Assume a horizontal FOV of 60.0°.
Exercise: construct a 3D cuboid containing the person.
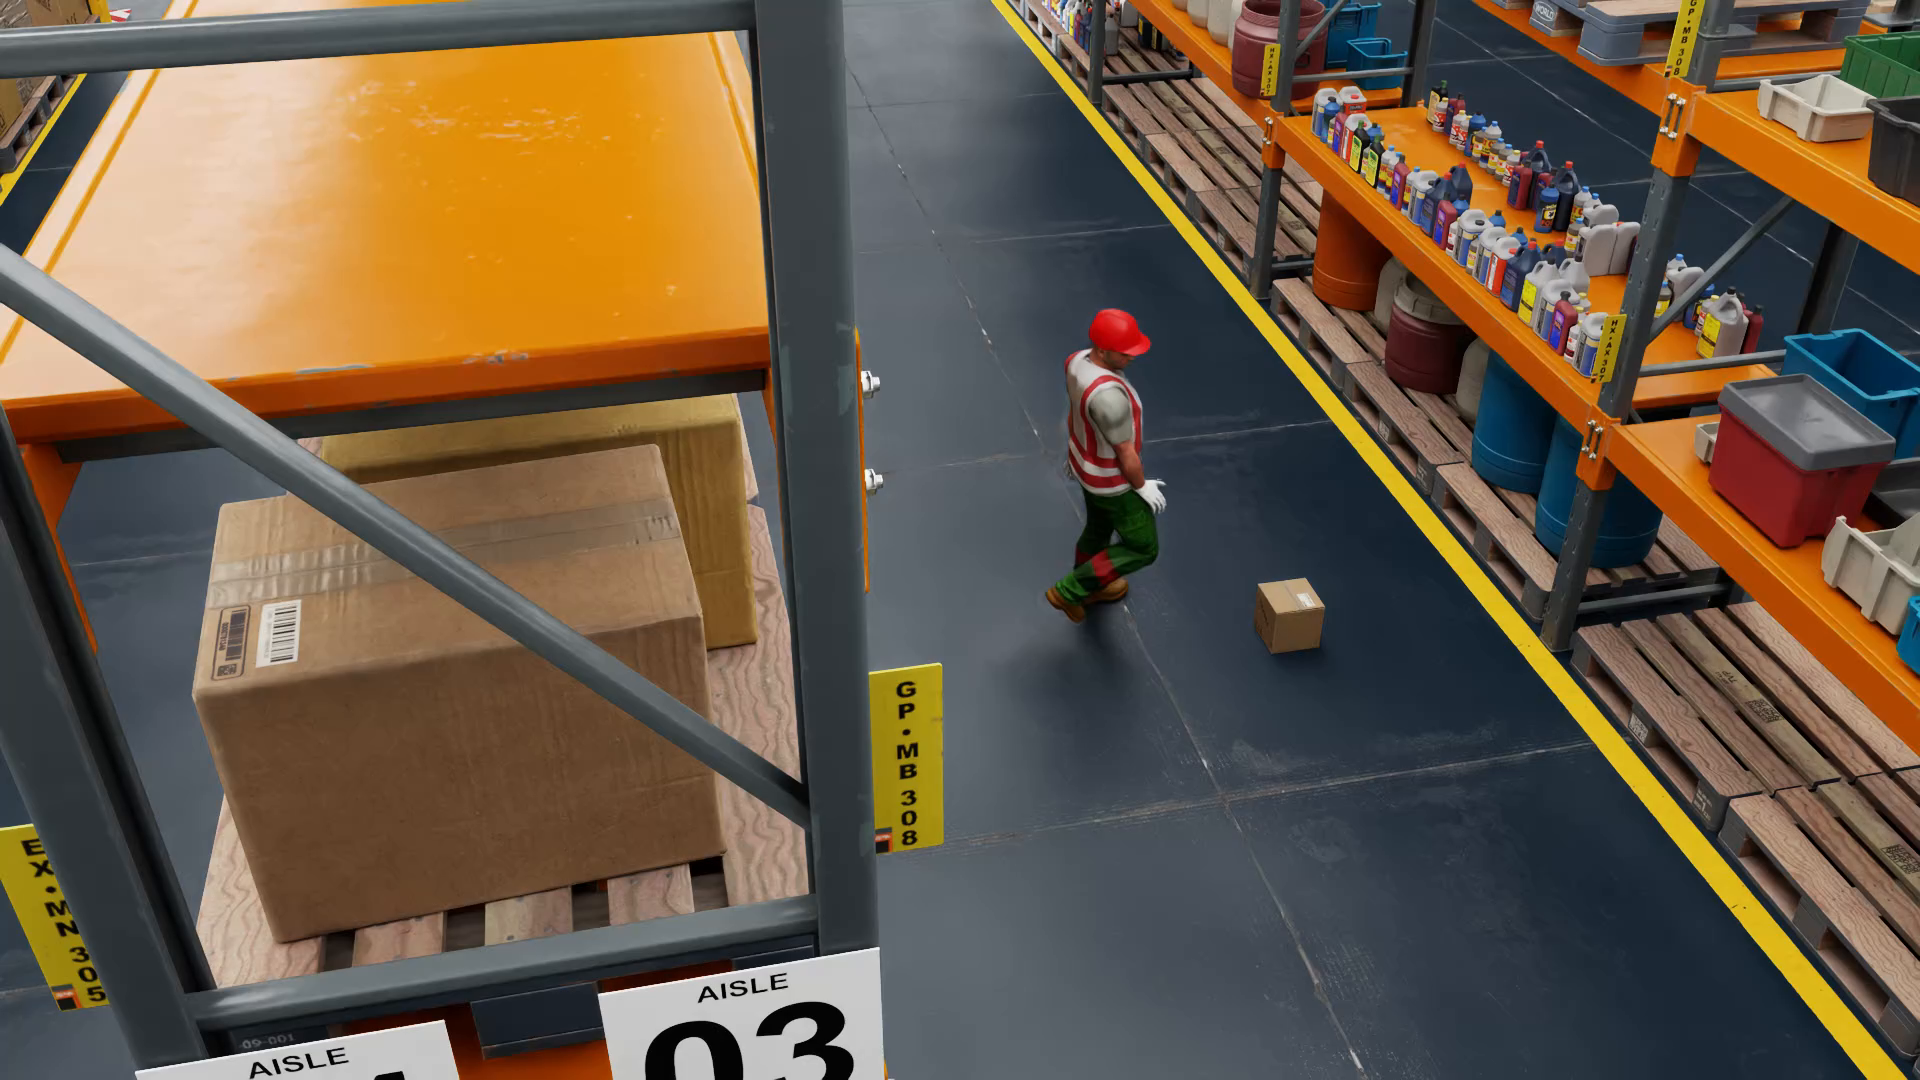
[{"bbox_3d":[0.654,-0.314,7.792,0.558,1.764,0.577,-9,35,-13],"label":"person"}]
